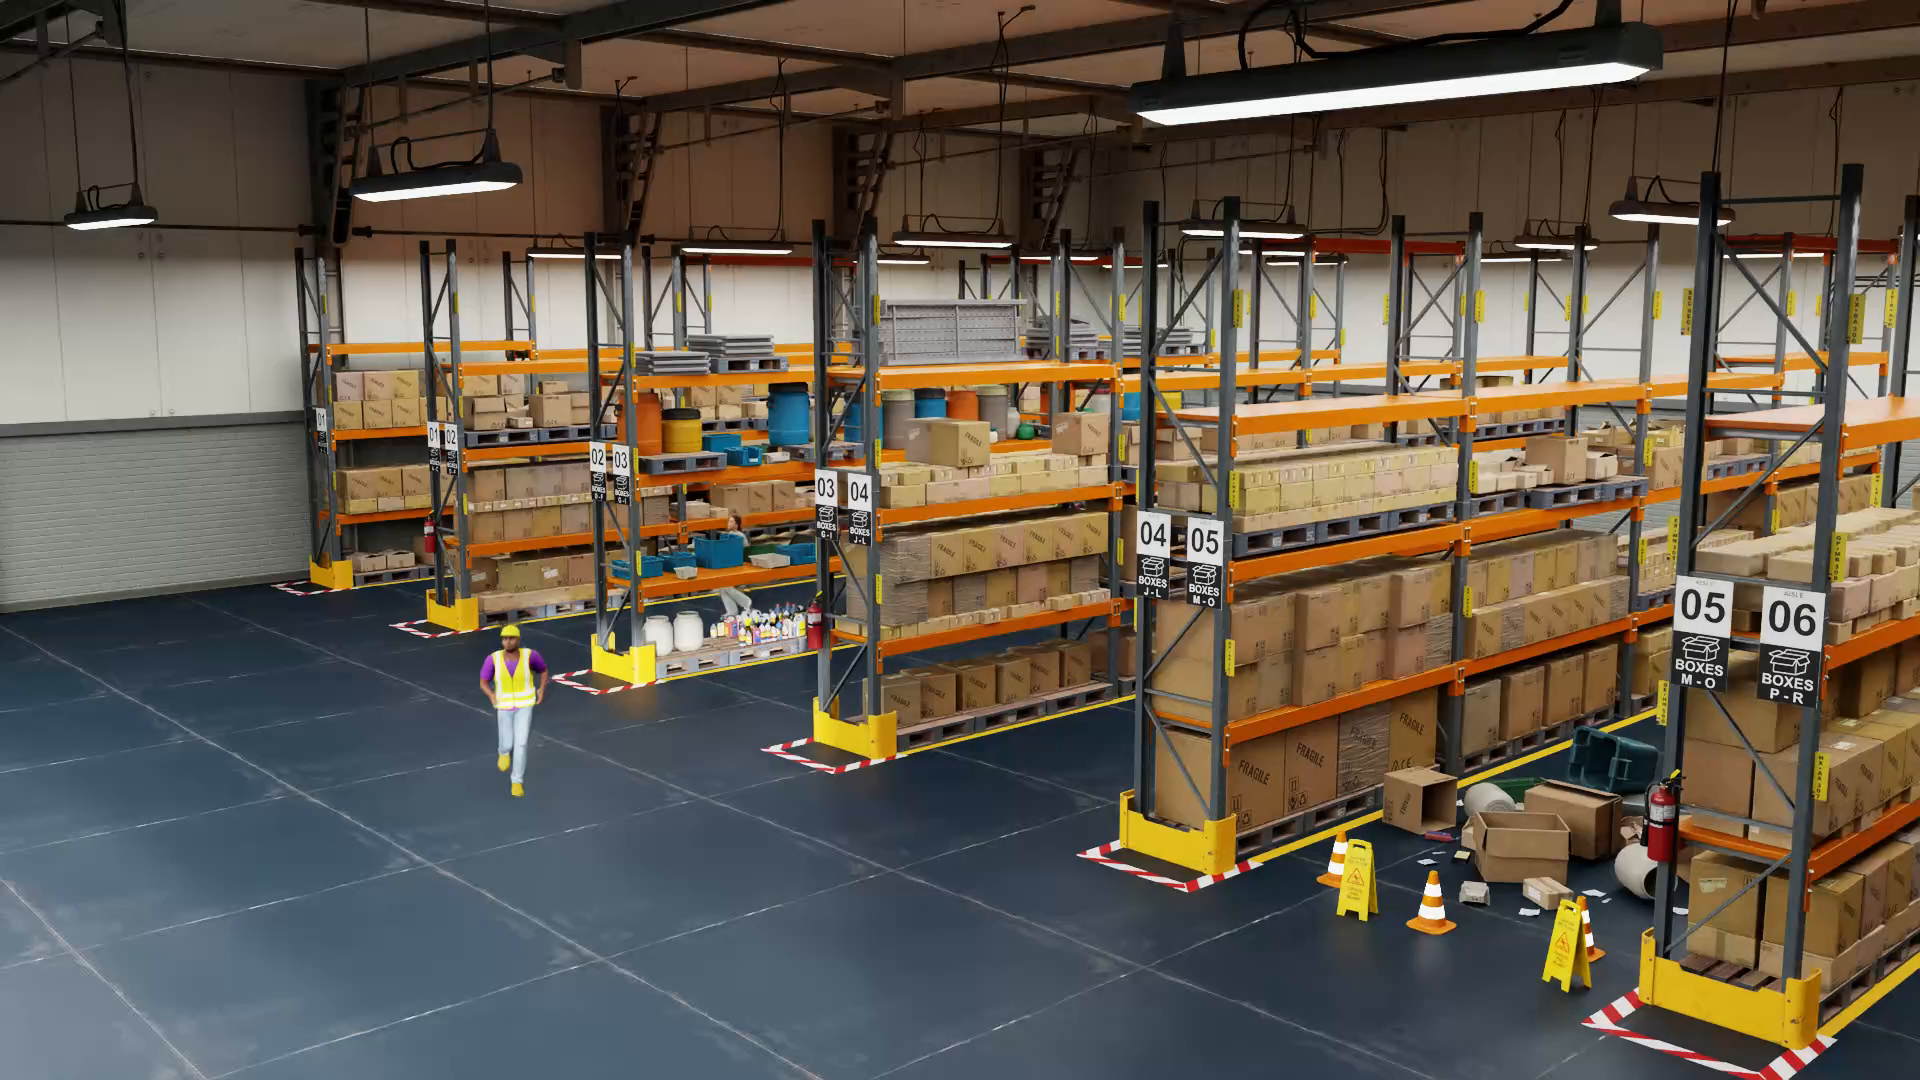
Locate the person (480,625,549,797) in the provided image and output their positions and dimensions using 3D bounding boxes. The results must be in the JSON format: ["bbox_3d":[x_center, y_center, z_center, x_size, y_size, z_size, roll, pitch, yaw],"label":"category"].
[{"bbox_3d":[-4.689,1.756,17.531,0.708,1.760,0.806,-2,9,-12],"label":"person"}]

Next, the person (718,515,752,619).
[{"bbox_3d":[-3.544,0.412,25.887,0.578,1.610,0.561,-8,11,-42],"label":"person"}]

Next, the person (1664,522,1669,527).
[{"bbox_3d":[11.418,0.508,26.424,0.999,1.682,0.699,-8,12,-44],"label":"person"}]
